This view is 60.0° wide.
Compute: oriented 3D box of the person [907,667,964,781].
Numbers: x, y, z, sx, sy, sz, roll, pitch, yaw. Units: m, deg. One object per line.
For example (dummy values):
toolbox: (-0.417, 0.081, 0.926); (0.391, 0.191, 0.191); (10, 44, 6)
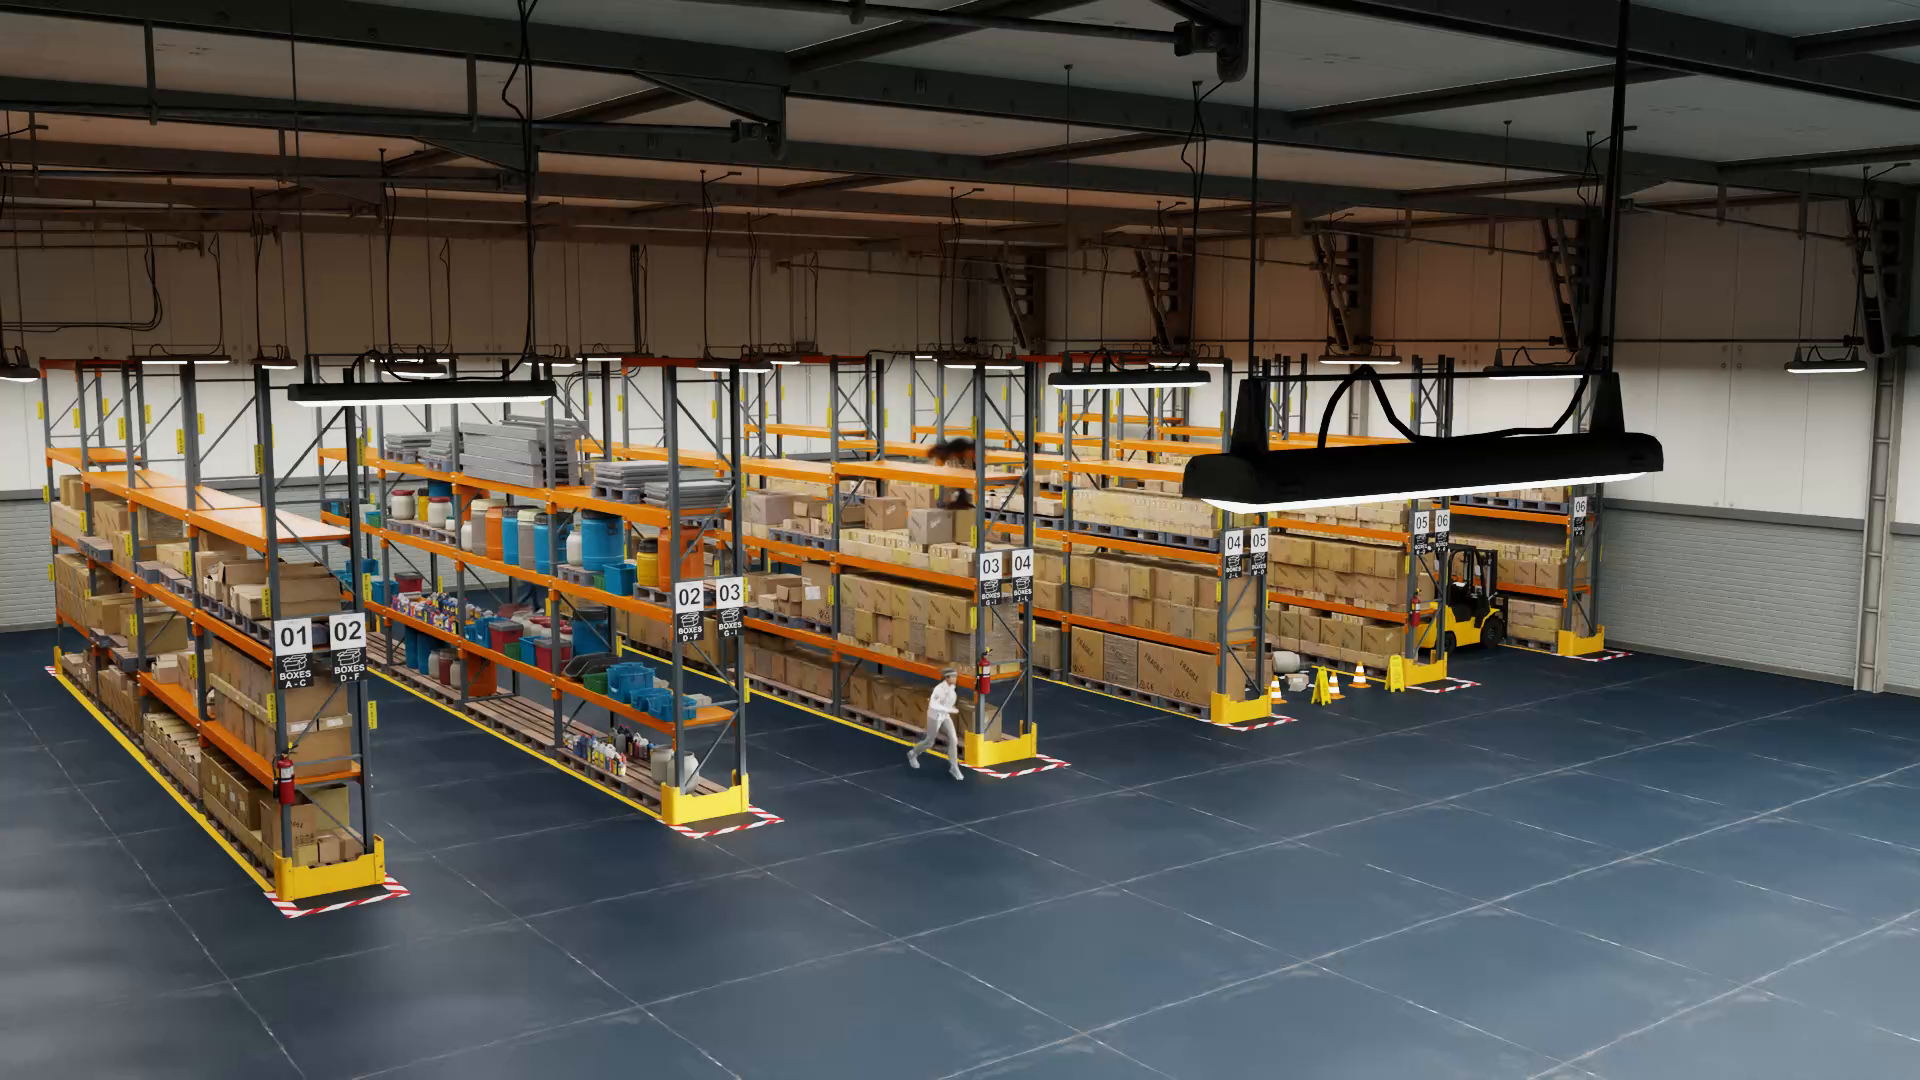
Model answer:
person: (-0.341, 2.626, 24.241); (1.006, 1.656, 0.652); (5, 8, 34)

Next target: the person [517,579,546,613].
person: (-9.895, 0.936, 38.150); (0.876, 1.573, 0.532); (-5, 8, -36)
